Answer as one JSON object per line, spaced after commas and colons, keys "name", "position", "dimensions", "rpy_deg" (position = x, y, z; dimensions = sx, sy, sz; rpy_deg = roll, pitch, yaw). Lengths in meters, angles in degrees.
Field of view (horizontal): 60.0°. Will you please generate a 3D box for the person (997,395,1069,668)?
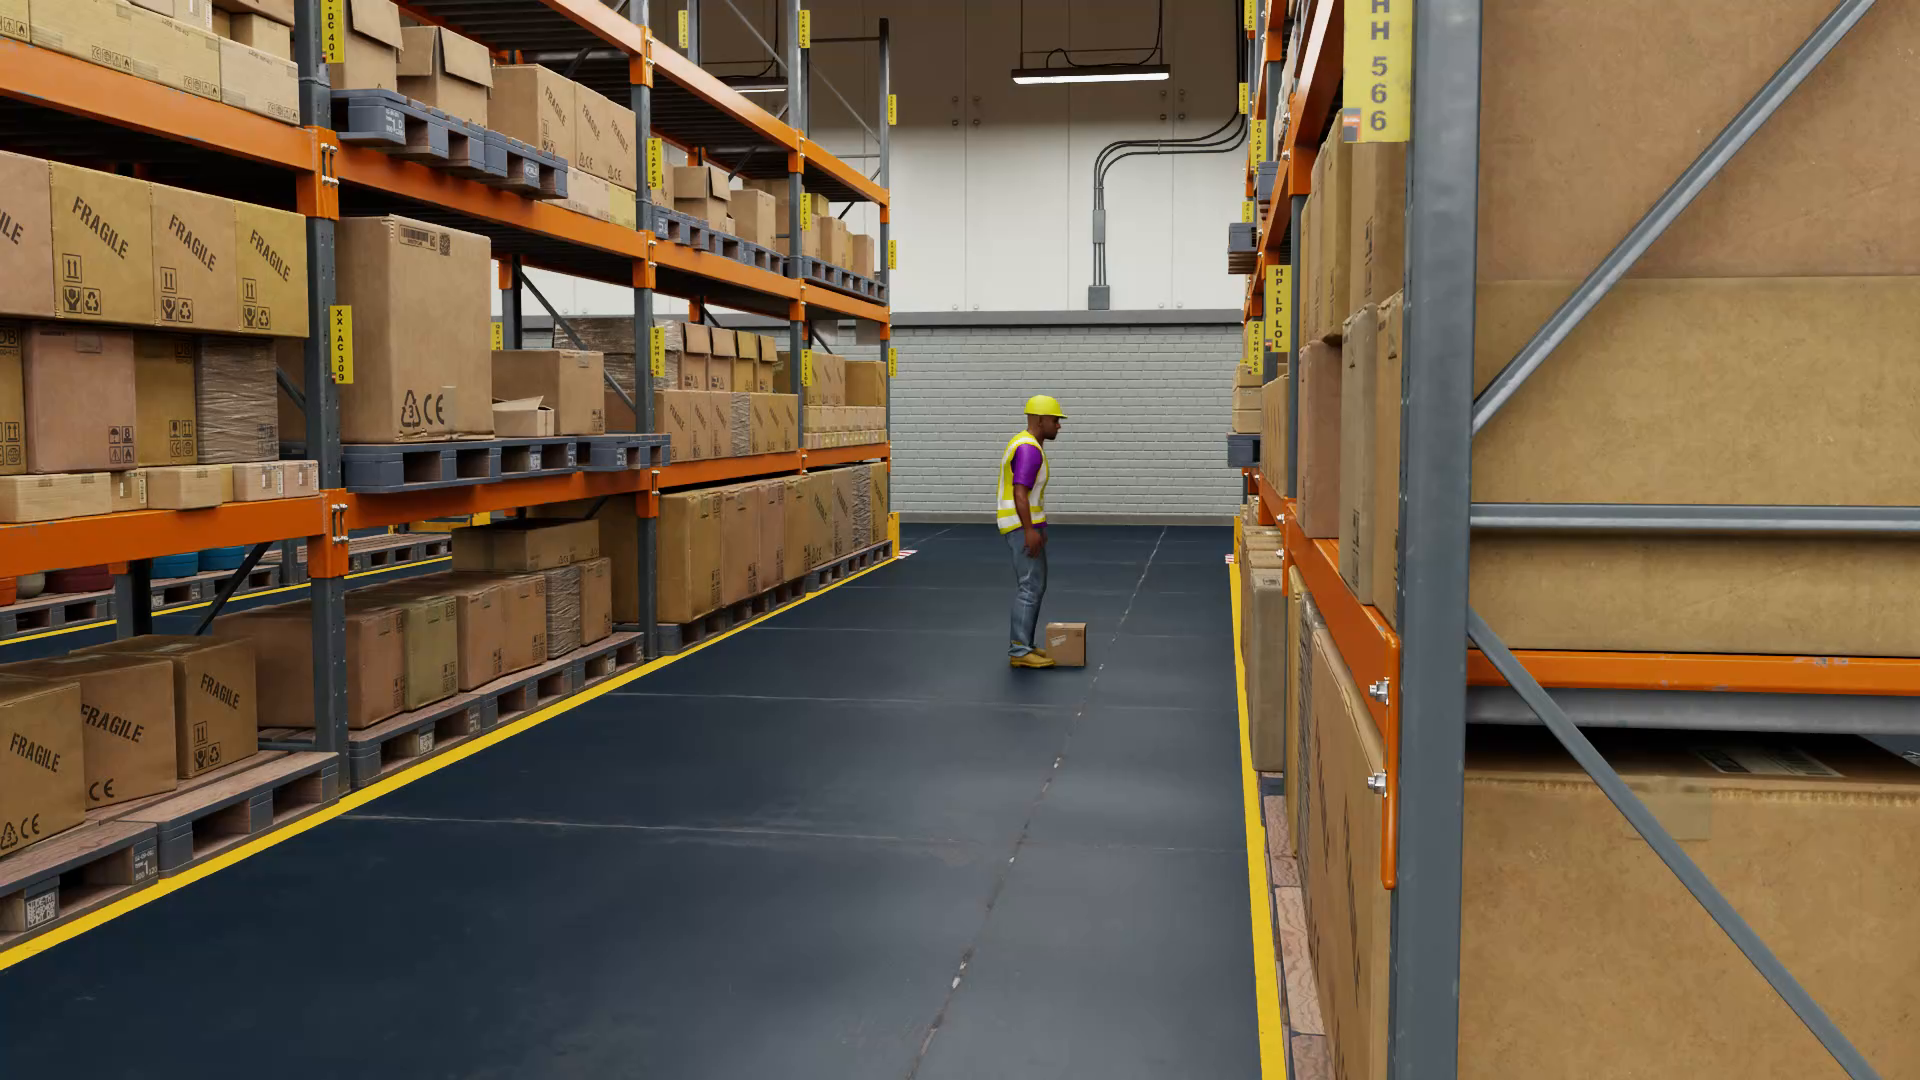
{"name": "person", "position": [0.476, -0.068, 10.906], "dimensions": [0.463, 1.760, 0.634], "rpy_deg": [1, 4, 8]}
